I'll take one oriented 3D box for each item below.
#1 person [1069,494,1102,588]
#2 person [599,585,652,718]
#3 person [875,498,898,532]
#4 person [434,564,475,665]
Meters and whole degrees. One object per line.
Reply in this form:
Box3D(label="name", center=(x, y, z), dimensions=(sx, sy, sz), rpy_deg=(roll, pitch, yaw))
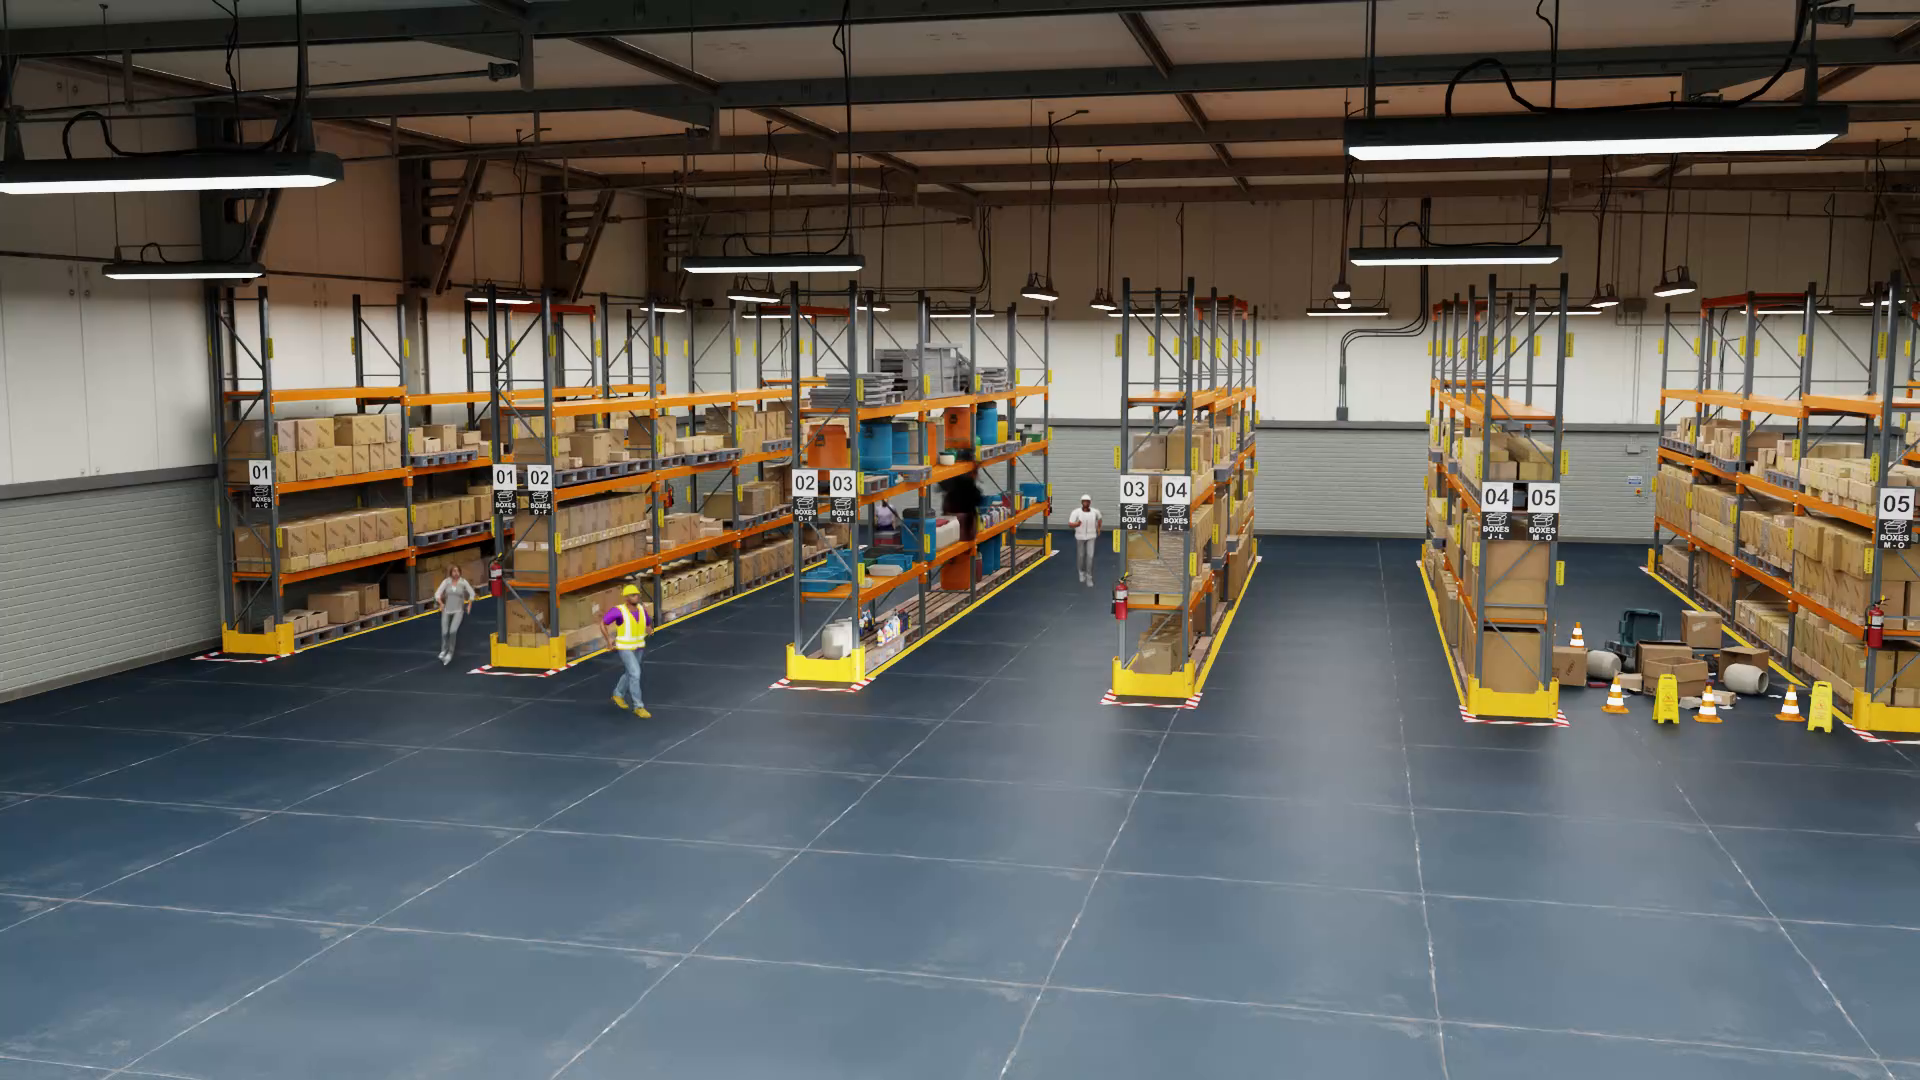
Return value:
Box3D(label="person", center=(2.513, 0.000, 33.252), dimensions=(0.684, 1.827, 0.754), rpy_deg=(0, 7, 1))
Box3D(label="person", center=(-4.494, 1.492, 22.745), dimensions=(0.896, 1.776, 0.707), rpy_deg=(5, 8, 36))
Box3D(label="person", center=(-1.747, -0.249, 38.853), dimensions=(0.599, 1.616, 0.755), rpy_deg=(0, 7, 0))
Box3D(label="person", center=(-8.094, 1.177, 26.616), dimensions=(0.601, 1.587, 0.615), rpy_deg=(-1, 7, -5))
